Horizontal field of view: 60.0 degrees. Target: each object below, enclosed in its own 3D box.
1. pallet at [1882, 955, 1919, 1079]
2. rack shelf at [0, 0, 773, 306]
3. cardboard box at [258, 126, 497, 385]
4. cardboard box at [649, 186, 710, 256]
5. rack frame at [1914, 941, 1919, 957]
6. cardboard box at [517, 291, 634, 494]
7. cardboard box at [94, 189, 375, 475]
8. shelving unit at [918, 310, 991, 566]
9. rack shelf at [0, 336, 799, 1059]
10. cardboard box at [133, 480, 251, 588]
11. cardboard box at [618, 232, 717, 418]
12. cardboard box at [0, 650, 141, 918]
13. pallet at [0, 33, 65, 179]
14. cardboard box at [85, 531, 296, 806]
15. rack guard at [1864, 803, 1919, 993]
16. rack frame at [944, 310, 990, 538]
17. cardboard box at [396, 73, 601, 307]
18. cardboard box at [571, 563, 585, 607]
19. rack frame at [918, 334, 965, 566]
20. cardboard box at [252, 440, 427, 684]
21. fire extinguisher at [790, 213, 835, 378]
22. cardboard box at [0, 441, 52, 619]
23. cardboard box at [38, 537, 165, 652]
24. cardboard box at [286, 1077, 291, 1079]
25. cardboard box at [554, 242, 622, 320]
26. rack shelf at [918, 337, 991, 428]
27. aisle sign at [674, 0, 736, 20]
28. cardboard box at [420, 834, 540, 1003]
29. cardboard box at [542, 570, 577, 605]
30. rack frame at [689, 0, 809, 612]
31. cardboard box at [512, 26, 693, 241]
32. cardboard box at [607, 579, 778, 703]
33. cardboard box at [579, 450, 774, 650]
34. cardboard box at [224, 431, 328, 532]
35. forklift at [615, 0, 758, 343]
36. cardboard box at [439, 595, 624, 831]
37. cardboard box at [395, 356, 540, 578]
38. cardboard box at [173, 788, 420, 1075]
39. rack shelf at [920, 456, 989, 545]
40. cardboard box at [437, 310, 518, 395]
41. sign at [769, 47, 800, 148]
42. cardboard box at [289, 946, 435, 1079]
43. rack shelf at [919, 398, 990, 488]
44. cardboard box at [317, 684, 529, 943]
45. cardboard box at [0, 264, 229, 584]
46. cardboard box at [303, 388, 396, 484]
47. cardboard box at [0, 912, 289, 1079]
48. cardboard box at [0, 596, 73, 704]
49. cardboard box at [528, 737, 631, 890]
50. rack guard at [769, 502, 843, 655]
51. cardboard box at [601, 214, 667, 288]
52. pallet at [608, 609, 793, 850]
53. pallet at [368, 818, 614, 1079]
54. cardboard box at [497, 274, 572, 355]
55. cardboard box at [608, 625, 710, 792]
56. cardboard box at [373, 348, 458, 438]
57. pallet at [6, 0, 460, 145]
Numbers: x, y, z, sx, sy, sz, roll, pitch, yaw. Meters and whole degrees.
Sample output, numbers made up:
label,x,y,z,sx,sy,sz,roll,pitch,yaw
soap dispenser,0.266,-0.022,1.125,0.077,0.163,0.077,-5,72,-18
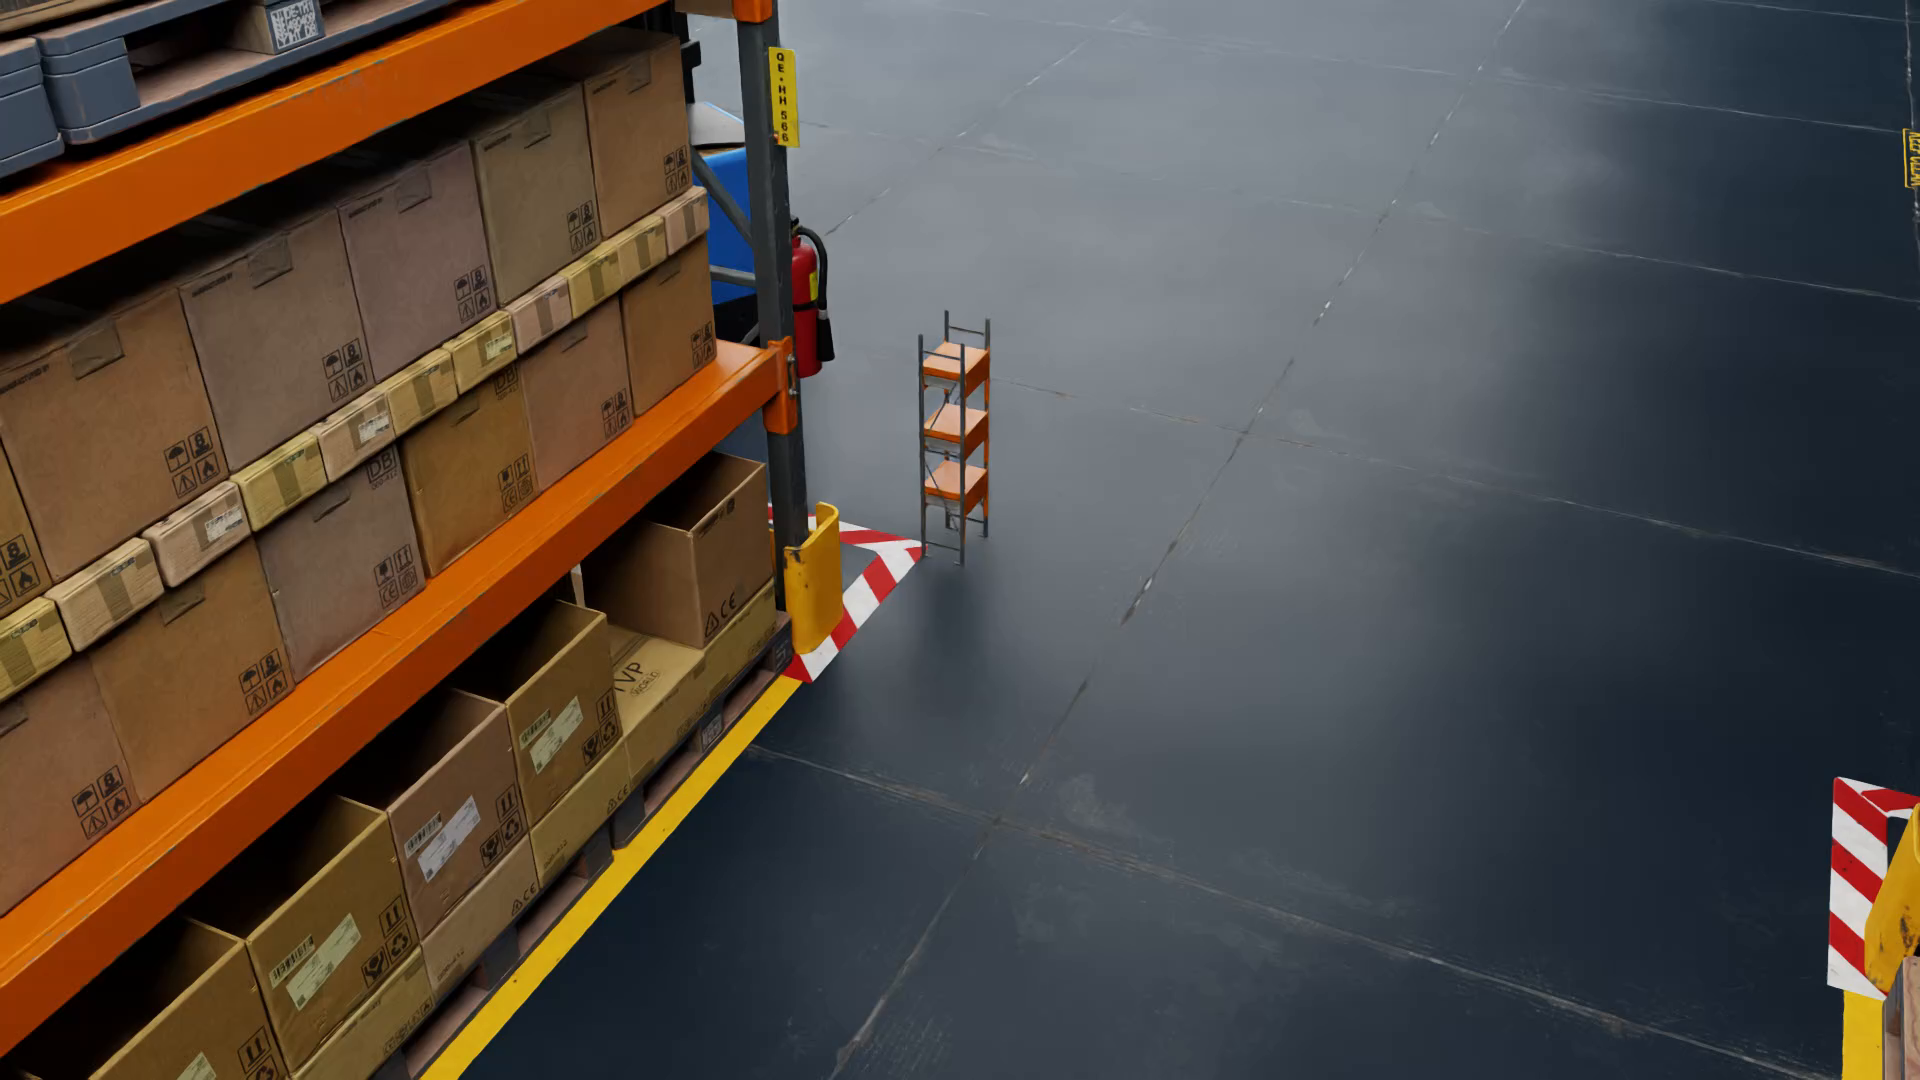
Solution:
label,x,y,z,sx,sy,sz,roll,pitch,yaw
pallet,3.031,1.737,4.408,1.003,0.211,1.213,14,36,20
rack shelf,-1.903,-0.955,3.892,1.077,0.370,4.000,14,36,20
cardboard box,-1.721,-0.812,4.478,0.700,0.500,0.500,14,36,21
cardboard box,-1.053,-1.077,5.474,0.380,0.149,0.250,14,36,20
rack frame,3.434,0.137,4.306,1.000,3.000,0.127,14,36,20
cardboard box,-1.489,-0.548,5.258,0.700,0.500,0.500,15,36,22
cardboard box,-1.930,-0.562,4.098,0.700,0.500,0.500,14,36,21
shelving unit,-0.022,-0.412,6.922,0.215,1.050,0.252,14,36,20
rack shelf,-1.903,0.299,4.715,1.077,0.370,4.000,14,36,20
cardboard box,-1.916,-0.051,3.909,0.380,0.149,0.250,13,35,19
cardboard box,-1.273,-0.810,5.659,0.700,0.500,0.500,14,36,20
cardboard box,-2.345,0.466,3.713,0.700,0.500,0.500,14,36,20
pallet,-2.407,-0.654,2.857,1.003,0.211,1.213,14,36,20
cardboard box,-2.132,0.217,4.093,0.700,0.500,0.500,15,36,21
rack guard,3.403,1.220,4.934,1.175,0.500,0.348,14,36,20
rack frame,0.029,-0.473,7.014,0.200,1.050,0.008,14,36,20
cardboard box,-1.511,-1.063,4.862,0.700,0.500,0.500,13,36,19
cardboard box,-1.493,0.192,6.346,0.500,0.250,0.500,14,36,20
rack frame,-0.073,-0.352,6.829,0.200,1.050,0.008,14,36,20
cardboard box,-1.919,-0.039,4.482,0.700,0.500,0.500,15,36,22
fire extinguisher,-0.595,-0.918,5.985,0.296,0.674,0.183,14,36,20
cardboard box,-2.350,-0.064,3.339,0.700,0.500,0.500,14,36,20
cardboard box,-2.025,0.083,3.706,0.380,0.149,0.250,13,35,19
cardboard box,-2.057,1.559,4.261,0.500,0.250,0.500,14,36,20
cardboard box,-1.268,-0.819,5.081,0.380,0.149,0.250,14,36,20
rack shelf,-0.022,-0.641,6.772,0.215,0.259,0.240,14,36,20
aisle sign,-0.772,-2.050,5.271,0.394,0.787,0.004,14,36,20
cardboard box,-1.639,1.061,5.021,0.500,0.250,0.500,14,36,20
cardboard box,-1.700,0.128,5.760,0.500,0.500,0.500,14,36,20
rack frame,-1.066,-0.998,6.036,1.000,3.000,0.127,14,36,20
cardboard box,-1.296,-1.326,5.263,0.700,0.500,0.500,14,36,21
cardboard box,-1.022,0.311,6.164,0.500,0.250,0.500,14,36,20
cardboard box,-1.021,-0.002,5.958,0.500,0.500,0.500,14,36,20
cardboard box,-1.807,-0.181,4.107,0.380,0.149,0.250,14,36,20
forklift,-2.159,-2.826,8.887,1.130,2.935,3.031,-22,39,-30
cardboard box,-1.426,0.499,5.193,0.500,0.500,0.500,14,36,20
cardboard box,-1.702,-0.302,4.883,0.700,0.500,0.500,14,36,21
cardboard box,-1.843,0.998,4.434,0.500,0.500,0.500,14,36,20
rack shelf,-0.022,-0.171,7.080,0.215,0.259,0.240,14,36,20
cardboard box,-1.485,-0.563,4.691,0.380,0.149,0.250,15,36,22
sign,-0.579,-1.450,5.454,0.100,0.325,0.005,14,36,20
cardboard box,-1.843,1.311,4.639,0.500,0.250,0.500,14,36,20
rack shelf,-0.022,-0.404,6.927,0.215,0.259,0.240,14,36,20
cardboard box,-1.636,0.748,4.814,0.500,0.500,0.500,14,36,20
cardboard box,-2.140,-0.314,3.719,0.700,0.500,0.500,14,36,20
cardboard box,-1.700,-0.304,4.295,0.380,0.149,0.250,14,36,20
cardboard box,-2.060,1.245,4.057,0.500,0.500,0.500,14,36,20
cardboard box,-2.132,0.207,3.516,0.380,0.149,0.250,14,36,20
cardboard box,-1.428,0.812,5.400,0.500,0.250,0.500,14,36,20
rack guard,-1.056,0.035,6.740,1.175,0.500,0.348,14,36,20
cardboard box,-1.162,-0.946,5.275,0.380,0.149,0.250,15,36,22
pallet,-1.348,0.559,6.205,1.003,0.211,1.213,14,36,20
pallet,-1.860,1.164,5.282,1.003,0.211,1.213,14,36,20
cardboard box,-1.376,-0.694,4.890,0.380,0.149,0.250,15,36,21
cardboard box,-1.221,0.563,5.781,0.500,0.250,0.500,14,36,20
cardboard box,-1.594,-0.432,4.490,0.380,0.149,0.250,15,36,22
pallet,-1.895,-1.259,3.780,1.003,0.211,1.213,14,36,20
